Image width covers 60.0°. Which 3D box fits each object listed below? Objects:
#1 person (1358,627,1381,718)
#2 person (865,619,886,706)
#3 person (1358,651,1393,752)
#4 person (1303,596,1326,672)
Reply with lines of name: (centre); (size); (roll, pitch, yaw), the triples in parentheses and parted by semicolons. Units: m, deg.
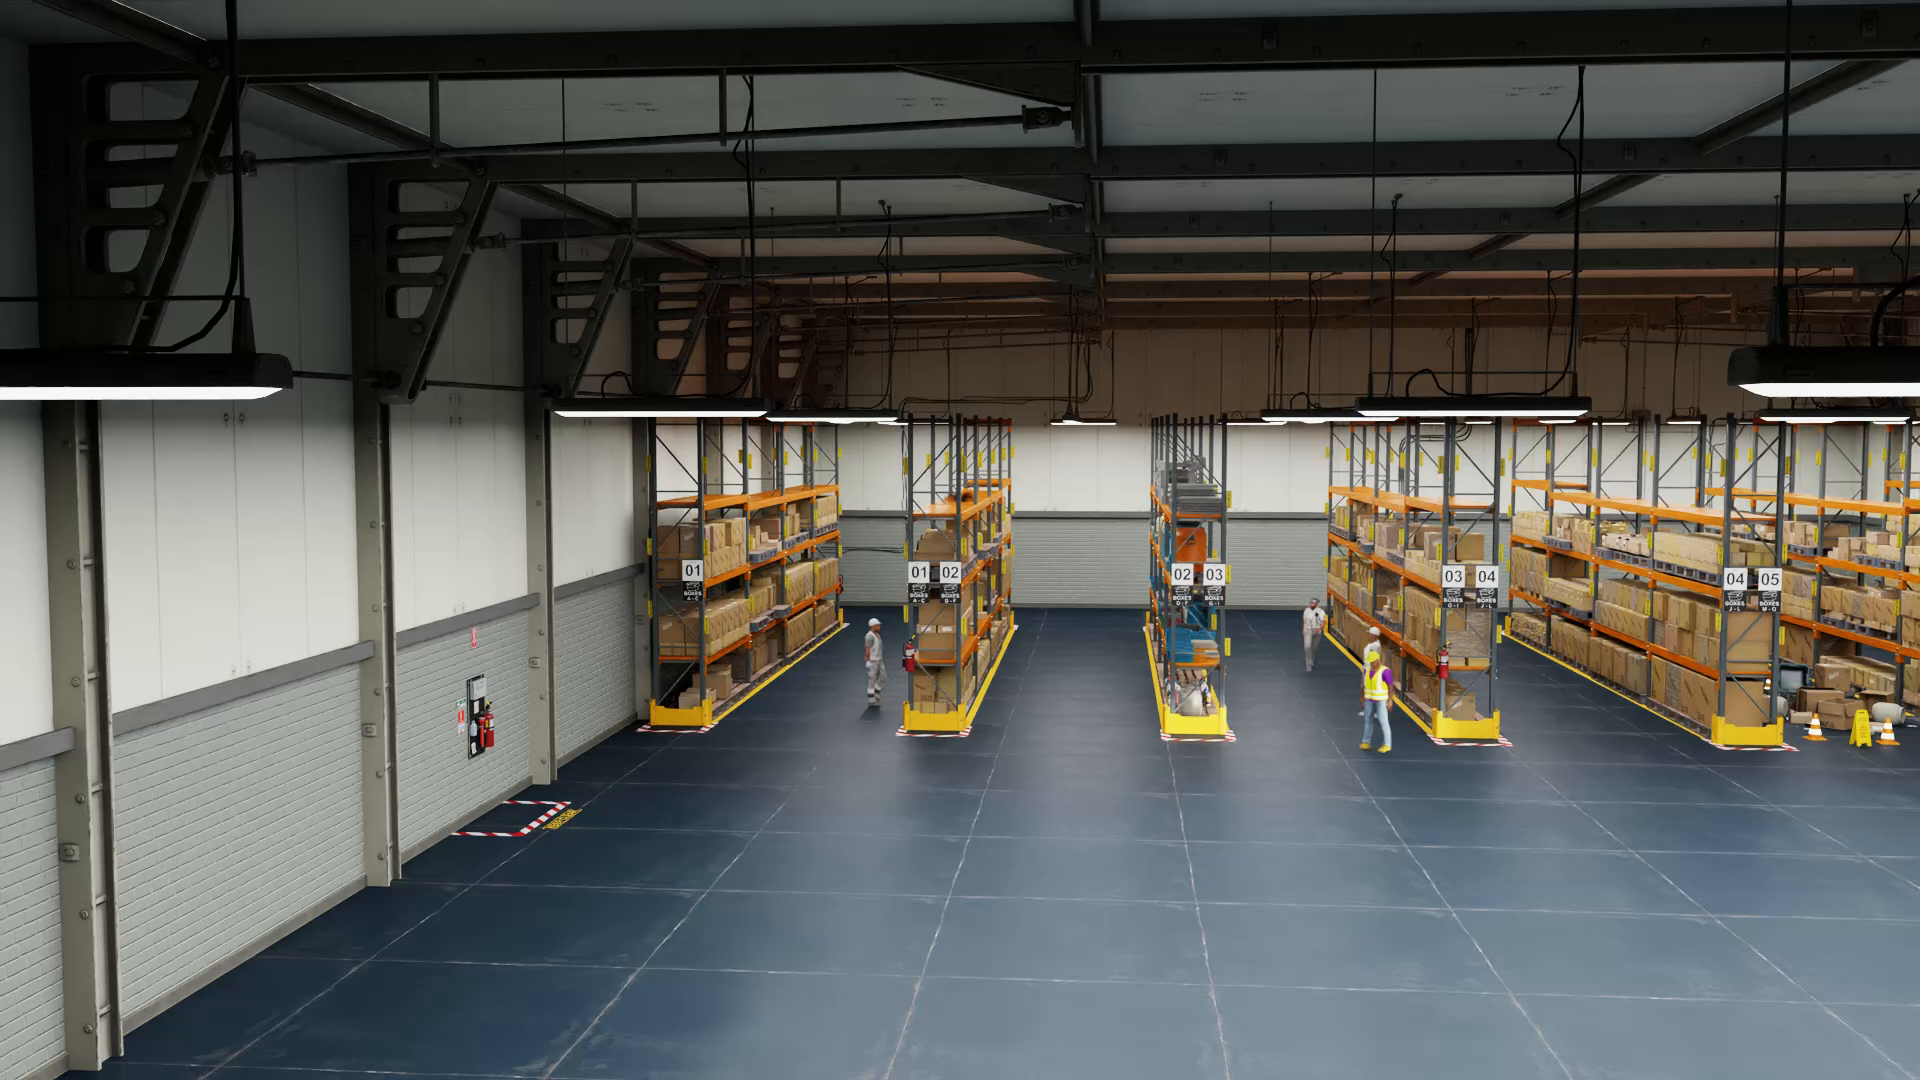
person: (8.169, 2.611, 33.043); (0.426, 1.813, 0.762); (0, 4, 0)
person: (-1.751, 2.528, 34.346); (0.378, 1.812, 0.611); (1, 4, 20)
person: (7.349, 2.845, 29.546); (0.430, 1.763, 0.629); (-4, 5, -43)
person: (8.411, 2.215, 39.471); (0.501, 1.768, 0.995); (0, 4, 5)
